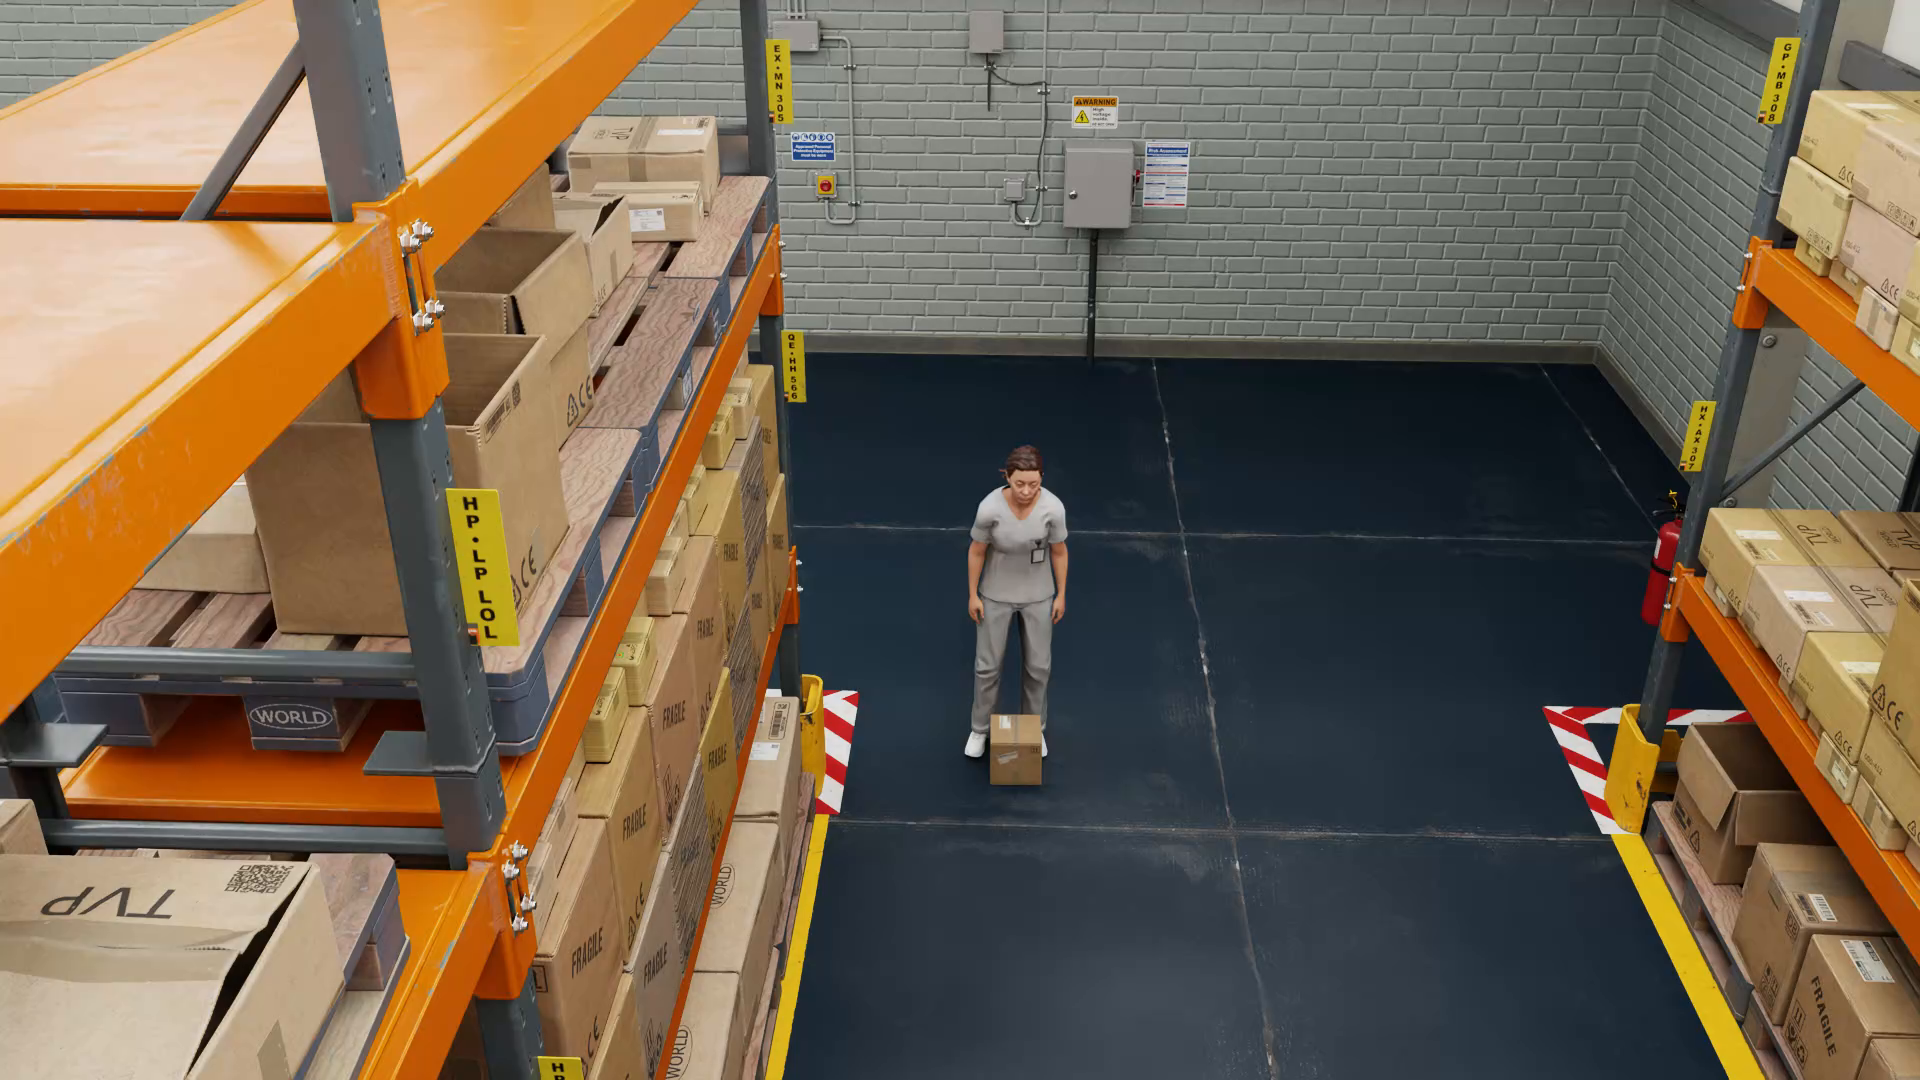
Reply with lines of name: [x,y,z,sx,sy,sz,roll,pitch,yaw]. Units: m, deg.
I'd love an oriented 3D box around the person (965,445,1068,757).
person: [0.273,0.289,8.082,0.501,1.671,0.364,0,28,-1]
